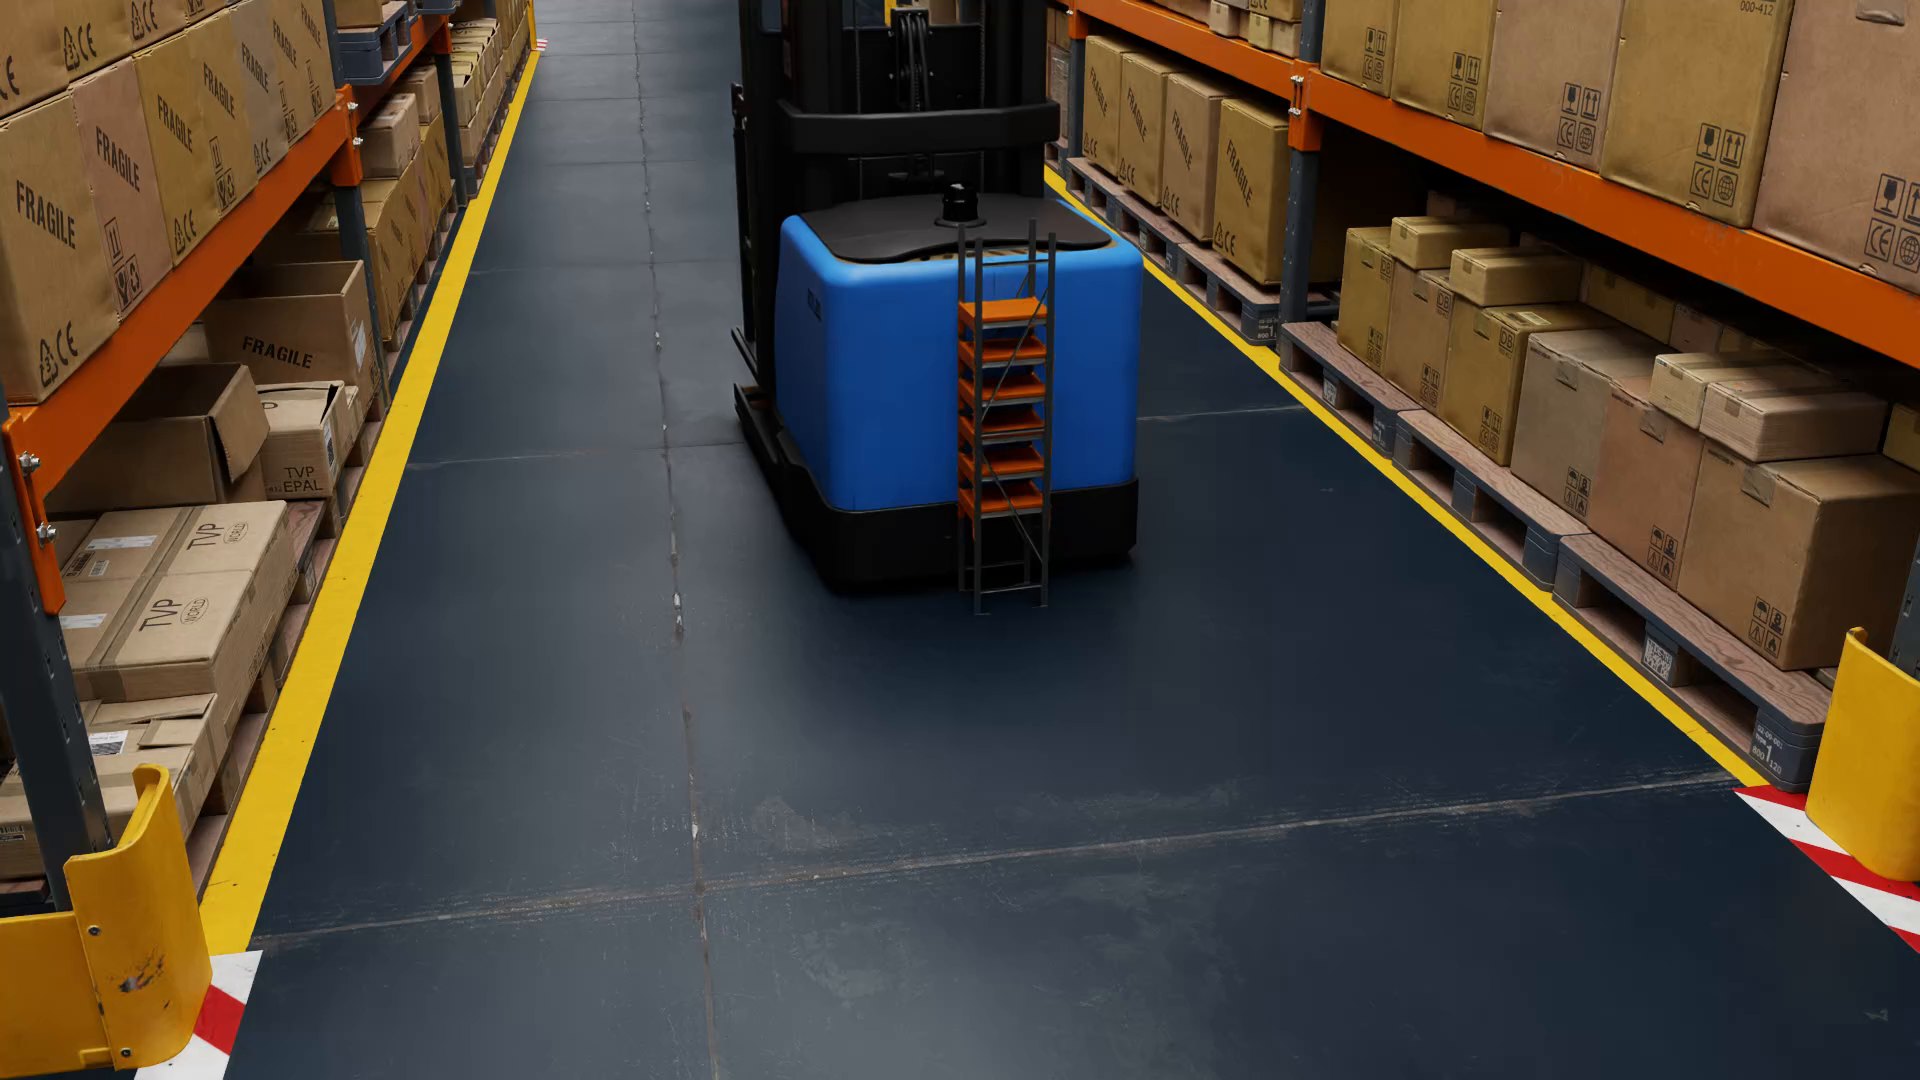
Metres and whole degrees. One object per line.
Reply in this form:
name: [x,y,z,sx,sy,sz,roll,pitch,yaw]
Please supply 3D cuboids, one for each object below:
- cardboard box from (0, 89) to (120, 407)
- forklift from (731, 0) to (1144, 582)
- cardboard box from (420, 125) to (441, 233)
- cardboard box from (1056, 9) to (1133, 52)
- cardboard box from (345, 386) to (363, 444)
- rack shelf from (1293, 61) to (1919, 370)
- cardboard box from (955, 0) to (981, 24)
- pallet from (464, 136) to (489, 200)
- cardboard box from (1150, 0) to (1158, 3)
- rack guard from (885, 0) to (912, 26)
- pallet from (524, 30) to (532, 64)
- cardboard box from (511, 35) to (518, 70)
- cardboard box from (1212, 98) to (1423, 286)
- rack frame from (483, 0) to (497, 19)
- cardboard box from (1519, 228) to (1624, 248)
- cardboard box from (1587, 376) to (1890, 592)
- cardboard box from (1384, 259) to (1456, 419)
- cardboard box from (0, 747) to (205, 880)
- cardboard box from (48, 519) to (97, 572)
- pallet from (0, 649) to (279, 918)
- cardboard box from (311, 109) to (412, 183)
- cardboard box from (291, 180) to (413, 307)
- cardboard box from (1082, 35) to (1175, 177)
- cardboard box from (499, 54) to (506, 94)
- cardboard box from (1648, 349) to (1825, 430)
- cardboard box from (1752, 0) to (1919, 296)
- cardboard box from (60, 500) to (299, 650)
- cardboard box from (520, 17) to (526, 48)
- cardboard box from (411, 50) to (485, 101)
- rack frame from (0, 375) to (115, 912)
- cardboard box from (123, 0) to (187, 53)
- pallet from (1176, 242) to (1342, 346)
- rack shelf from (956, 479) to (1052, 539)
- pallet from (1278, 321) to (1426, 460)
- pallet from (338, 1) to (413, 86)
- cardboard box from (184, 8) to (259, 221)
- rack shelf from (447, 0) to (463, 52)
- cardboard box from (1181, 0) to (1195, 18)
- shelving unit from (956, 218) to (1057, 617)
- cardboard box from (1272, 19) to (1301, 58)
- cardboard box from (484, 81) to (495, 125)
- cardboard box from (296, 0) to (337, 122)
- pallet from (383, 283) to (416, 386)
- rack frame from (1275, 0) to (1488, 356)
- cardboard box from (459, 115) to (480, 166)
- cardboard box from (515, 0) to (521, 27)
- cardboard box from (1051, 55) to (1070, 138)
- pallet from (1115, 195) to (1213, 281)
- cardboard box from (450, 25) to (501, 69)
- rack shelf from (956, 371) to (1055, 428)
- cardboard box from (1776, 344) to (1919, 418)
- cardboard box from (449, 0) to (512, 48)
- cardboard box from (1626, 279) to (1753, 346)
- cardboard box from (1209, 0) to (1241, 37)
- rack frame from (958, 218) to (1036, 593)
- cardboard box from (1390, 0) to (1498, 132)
cardboard box: [-1.980,-0.558,3.155,0.500,0.500,0.500,-4,24,-9]
forklift: [-0.298,-1.773,6.147,1.130,2.935,3.031,-6,24,-14]
cardboard box: [-3.138,-1.967,9.079,0.500,0.500,0.500,-5,24,-12]
cardboard box: [1.003,-3.741,12.204,0.500,0.250,0.500,-4,24,-9]
cardboard box: [-2.385,-0.440,6.023,0.380,0.149,0.250,-4,24,-10]
rack shelf: [2.340,-1.143,5.519,1.077,0.370,4.000,-4,24,-10]
cardboard box: [0.260,-4.868,15.721,0.500,0.500,0.500,-6,24,-14]
pallet: [-3.751,-2.514,11.242,1.003,0.211,1.213,-4,24,-10]
cardboard box: [1.292,-3.178,9.569,0.380,0.149,0.250,-4,24,-9]
rack guard: [-0.234,-5.804,18.415,1.175,0.500,0.348,-4,24,-10]
pallet: [-4.934,-5.036,17.017,1.003,0.211,1.213,-4,24,-10]
cardboard box: [-4.252,-4.372,14.924,0.500,0.250,0.500,-4,24,-10]
cardboard box: [1.722,-1.713,8.085,0.750,0.750,0.750,-4,24,-9]
rack frame: [-4.376,-5.038,13.538,1.000,3.000,0.127,-4,24,-10]
cardboard box: [2.325,-1.063,6.224,0.380,0.149,0.250,-5,24,-11]
cardboard box: [2.390,-0.198,5.054,0.700,0.500,0.500,-4,24,-10]
cardboard box: [2.098,-0.807,6.448,0.700,0.500,0.500,-5,24,-10]
cardboard box: [-1.897,0.597,3.648,0.380,0.149,0.250,-4,24,-10]
cardboard box: [-2.646,0.169,4.501,0.500,0.250,0.500,-4,24,-10]
pallet: [-2.320,0.617,4.075,1.003,0.211,1.213,-4,24,-10]
cardboard box: [-2.932,-1.893,7.973,0.500,0.250,0.500,-4,24,-10]
cardboard box: [-2.857,-1.365,7.701,0.500,0.500,0.500,-4,24,-9]
cardboard box: [1.238,-2.741,10.440,0.750,0.750,0.750,-5,24,-10]
cardboard box: [-4.015,-3.829,13.680,0.500,0.250,0.500,-5,24,-10]
cardboard box: [2.232,-0.436,4.788,0.380,0.149,0.250,-4,24,-8]
cardboard box: [2.606,-1.024,3.971,0.980,0.700,0.700,-3,24,-7]
cardboard box: [-2.164,0.112,4.631,0.500,0.250,0.500,-4,24,-10]
cardboard box: [-4.528,-4.963,16.275,0.500,0.250,0.500,-4,24,-10]
cardboard box: [-3.643,-3.289,11.742,0.500,0.311,0.500,-5,24,-11]
rack frame: [-2.157,-0.318,2.731,1.000,3.000,0.127,-4,24,-10]
cardboard box: [-2.172,-1.418,3.876,0.500,0.500,0.500,-4,24,-9]
pallet: [1.754,-1.280,8.416,1.003,0.211,1.213,-4,24,-10]
rack shelf: [0.135,-0.097,5.184,0.258,0.103,0.180,-6,24,-14]
pallet: [2.034,-0.677,7.036,1.003,0.211,1.213,-4,24,-10]
pallet: [-2.938,-2.126,7.110,1.003,0.211,1.213,-4,24,-10]
cardboard box: [-2.262,-1.155,4.522,0.500,0.500,0.500,-4,24,-9]
rack shelf: [-4.007,-3.922,11.881,1.077,0.370,4.000,-4,24,-10]
cardboard box: [1.400,-2.874,8.871,0.380,0.149,0.250,-4,24,-8]
shelving unit: [0.135,-0.358,5.070,0.258,1.200,0.189,-6,24,-14]
cardboard box: [1.630,-2.266,7.479,0.380,0.149,0.250,-4,24,-9]
cardboard box: [-3.735,-3.228,12.305,0.500,0.250,0.500,-4,24,-9]
cardboard box: [-2.553,-1.760,5.906,0.500,0.500,0.500,-4,24,-9]
pallet: [-3.085,-0.931,7.617,1.003,0.211,1.213,-4,24,-10]
rack frame: [1.970,-2.260,7.176,1.000,3.000,0.127,-4,24,-10]
cardboard box: [-3.445,-2.625,10.923,0.500,0.250,0.500,-4,24,-10]
cardboard box: [-4.434,-5.110,15.675,0.500,0.500,0.500,-4,24,-10]
cardboard box: [1.046,-3.168,11.830,0.700,0.500,0.500,-4,24,-9]
pallet: [1.525,-1.760,9.517,1.003,0.211,1.213,-4,24,-10]
cardboard box: [-3.917,-3.885,13.108,0.500,0.311,0.500,-4,24,-8]
rack shelf: [0.135,-0.427,5.040,0.258,0.103,0.180,-6,24,-14]
cardboard box: [2.607,-0.463,4.851,0.380,0.149,0.250,-4,24,-10]
cardboard box: [-4.155,-4.520,14.325,0.500,0.500,0.500,-4,24,-10]
cardboard box: [2.466,-0.763,5.536,0.380,0.149,0.250,-4,24,-9]
cardboard box: [1.450,-2.568,8.171,0.380,0.149,0.250,-4,24,-10]
rack frame: [0.111,-0.393,5.151,0.240,1.200,0.006,-6,24,-14]
cardboard box: [2.184,-1.895,5.966,0.980,0.700,0.700,-5,24,-11]
